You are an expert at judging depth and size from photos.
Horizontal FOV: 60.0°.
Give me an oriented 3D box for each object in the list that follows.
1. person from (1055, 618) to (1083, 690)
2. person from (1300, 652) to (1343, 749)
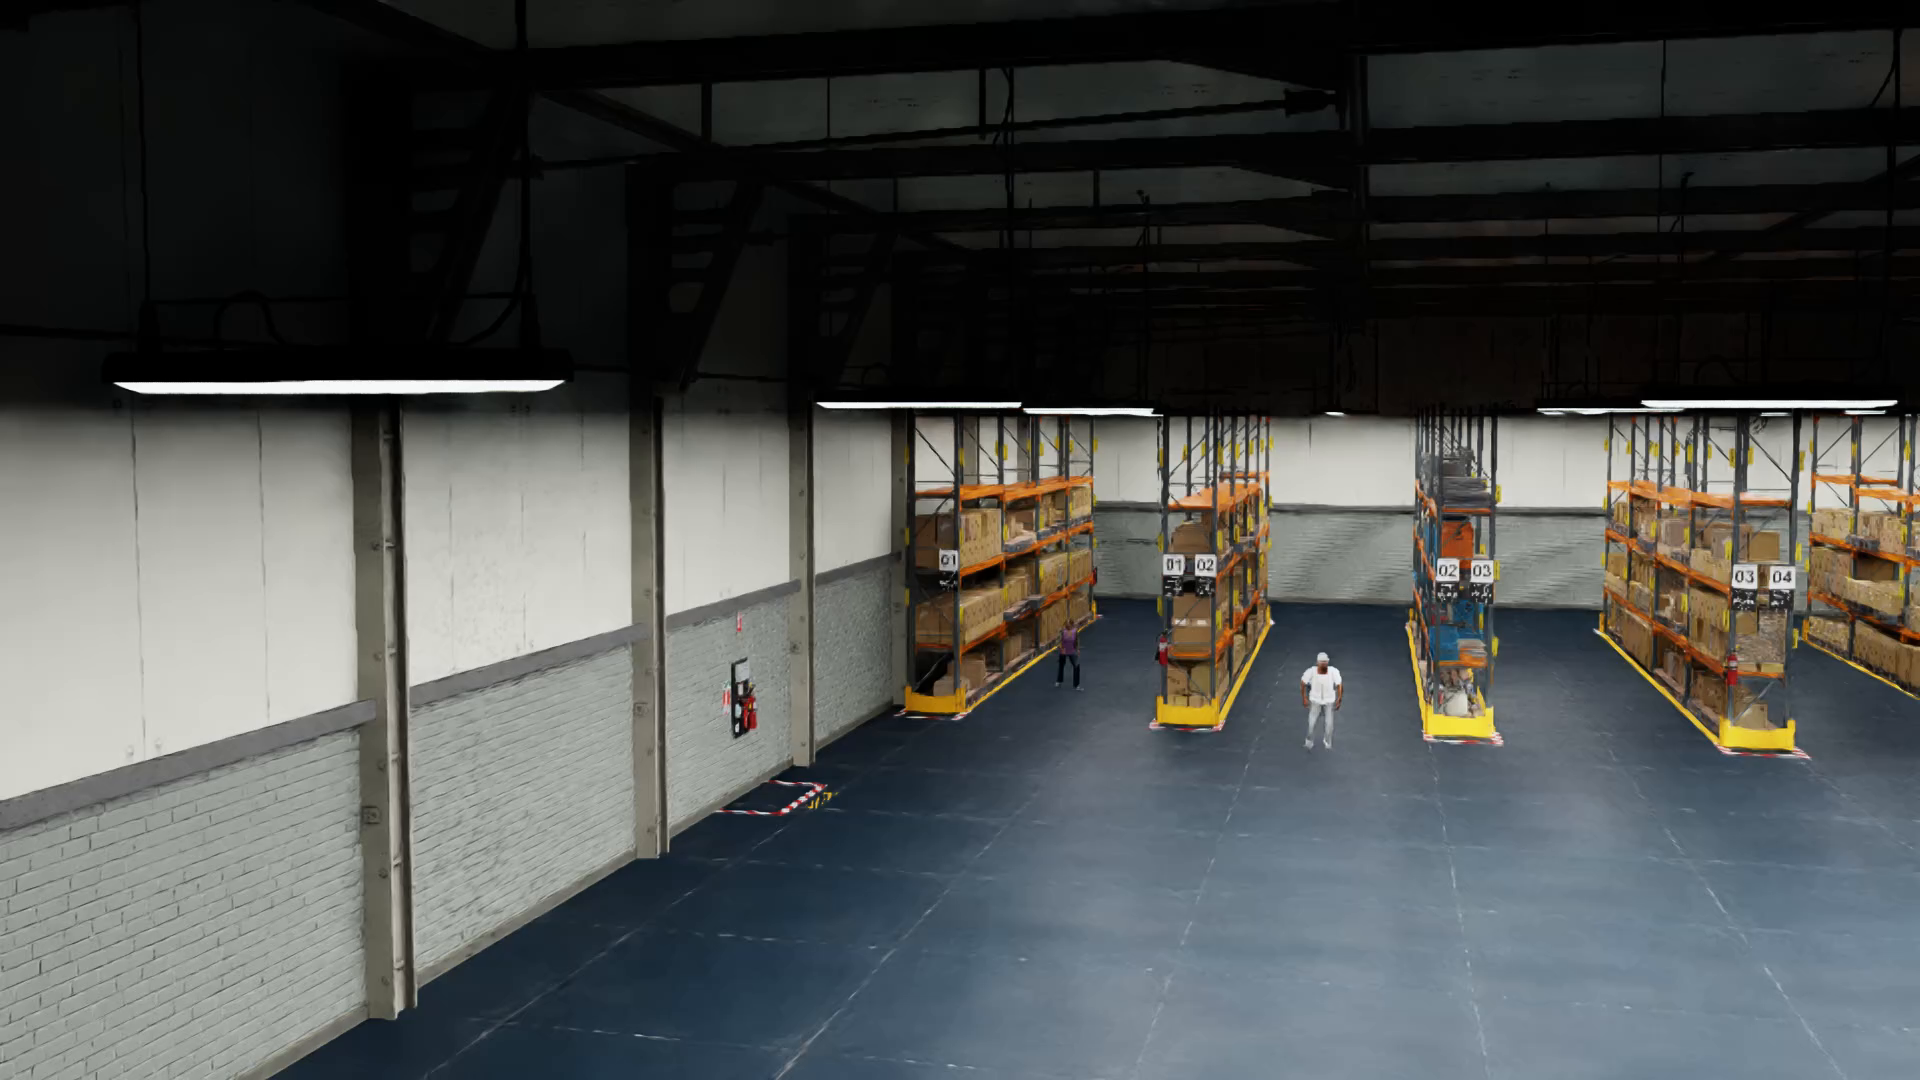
[{"bbox_3d":[2.289,2.384,35.209,0.562,1.527,0.782,0,4,-4],"label":"person"},{"bbox_3d":[6.244,2.782,28.740,0.719,1.714,0.578,1,4,12],"label":"person"}]
